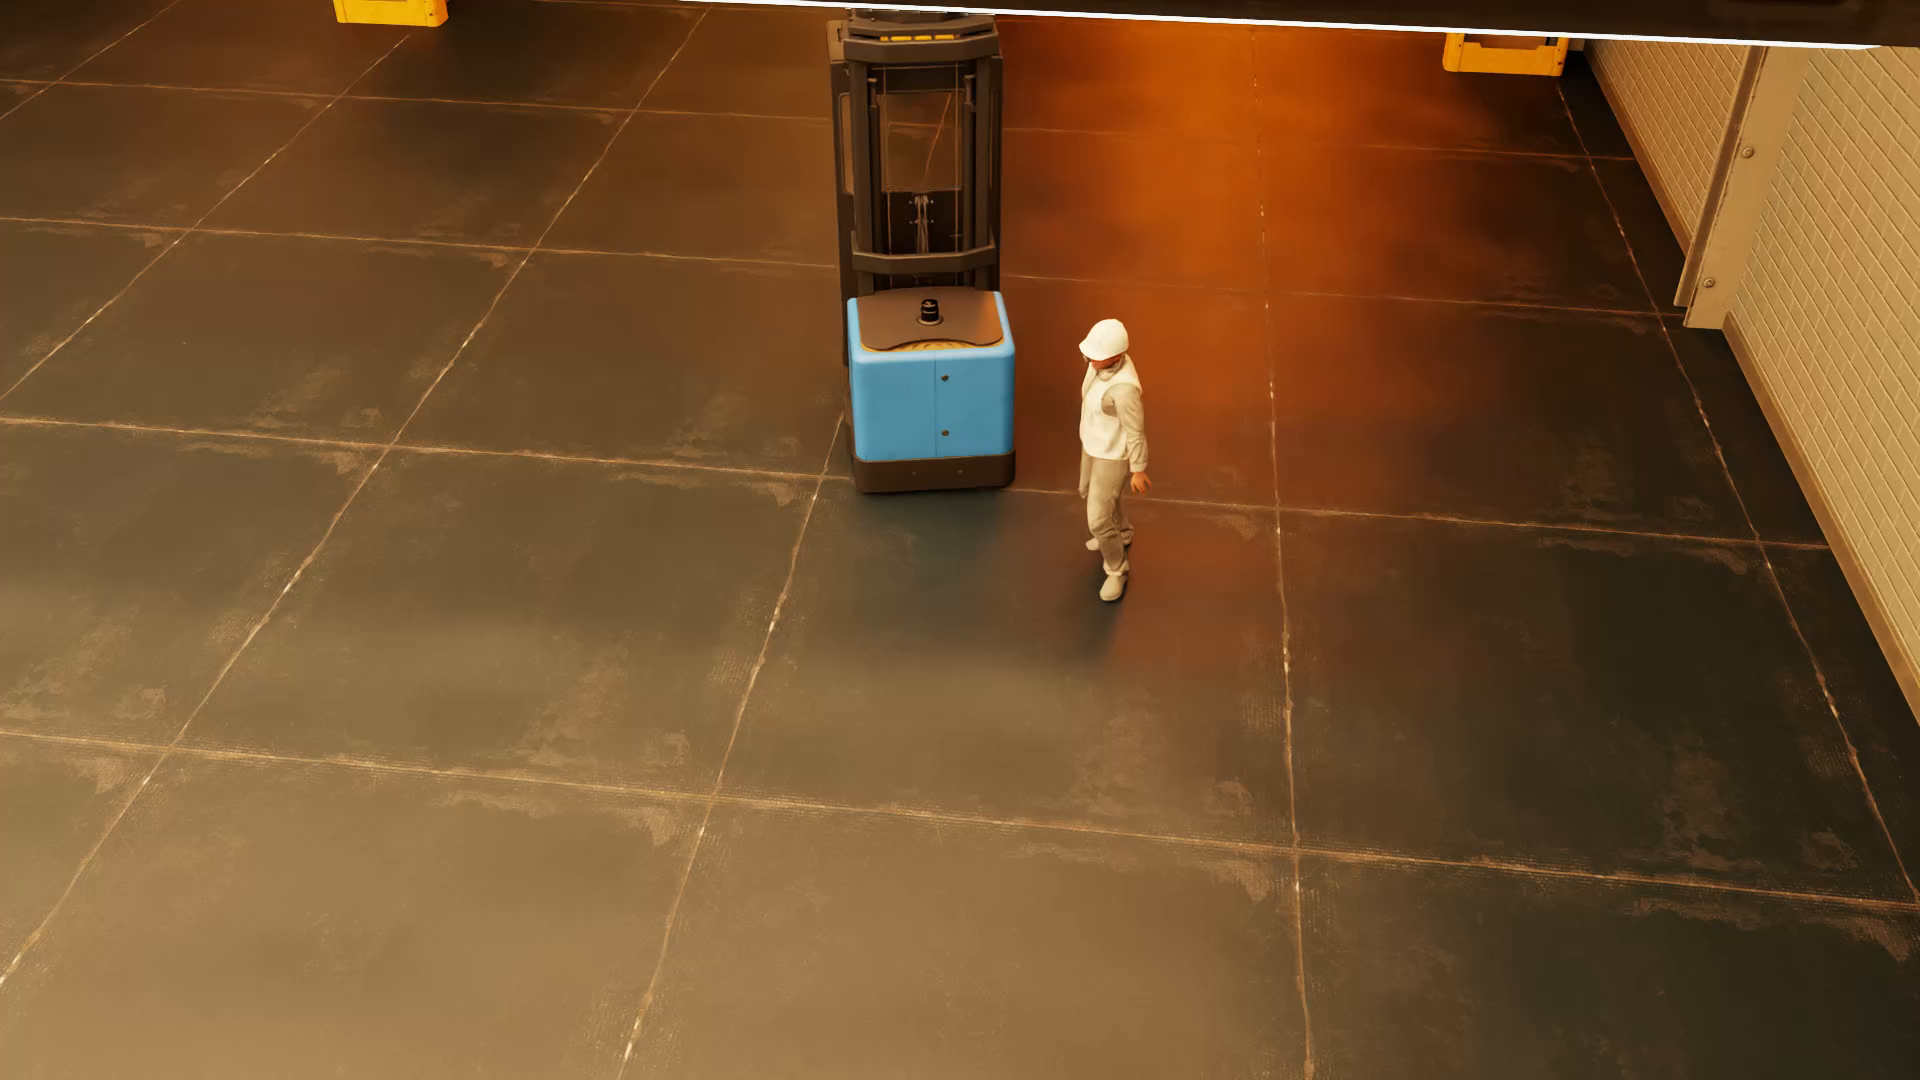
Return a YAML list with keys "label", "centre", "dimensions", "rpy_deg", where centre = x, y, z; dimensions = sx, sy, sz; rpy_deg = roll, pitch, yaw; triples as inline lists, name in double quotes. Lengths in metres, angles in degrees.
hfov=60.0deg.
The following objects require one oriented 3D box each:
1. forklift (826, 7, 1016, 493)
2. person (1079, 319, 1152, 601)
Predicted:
- label: "forklift"
  centre: [-0.297, -2.346, 11.212]
  dimensions: [1.130, 2.935, 3.031]
  rpy_deg: [-3, 37, -4]
- label: "person"
  centre: [0.885, -0.563, 9.831]
  dimensions: [0.467, 1.745, 0.867]
  rpy_deg: [-6, 37, -8]
